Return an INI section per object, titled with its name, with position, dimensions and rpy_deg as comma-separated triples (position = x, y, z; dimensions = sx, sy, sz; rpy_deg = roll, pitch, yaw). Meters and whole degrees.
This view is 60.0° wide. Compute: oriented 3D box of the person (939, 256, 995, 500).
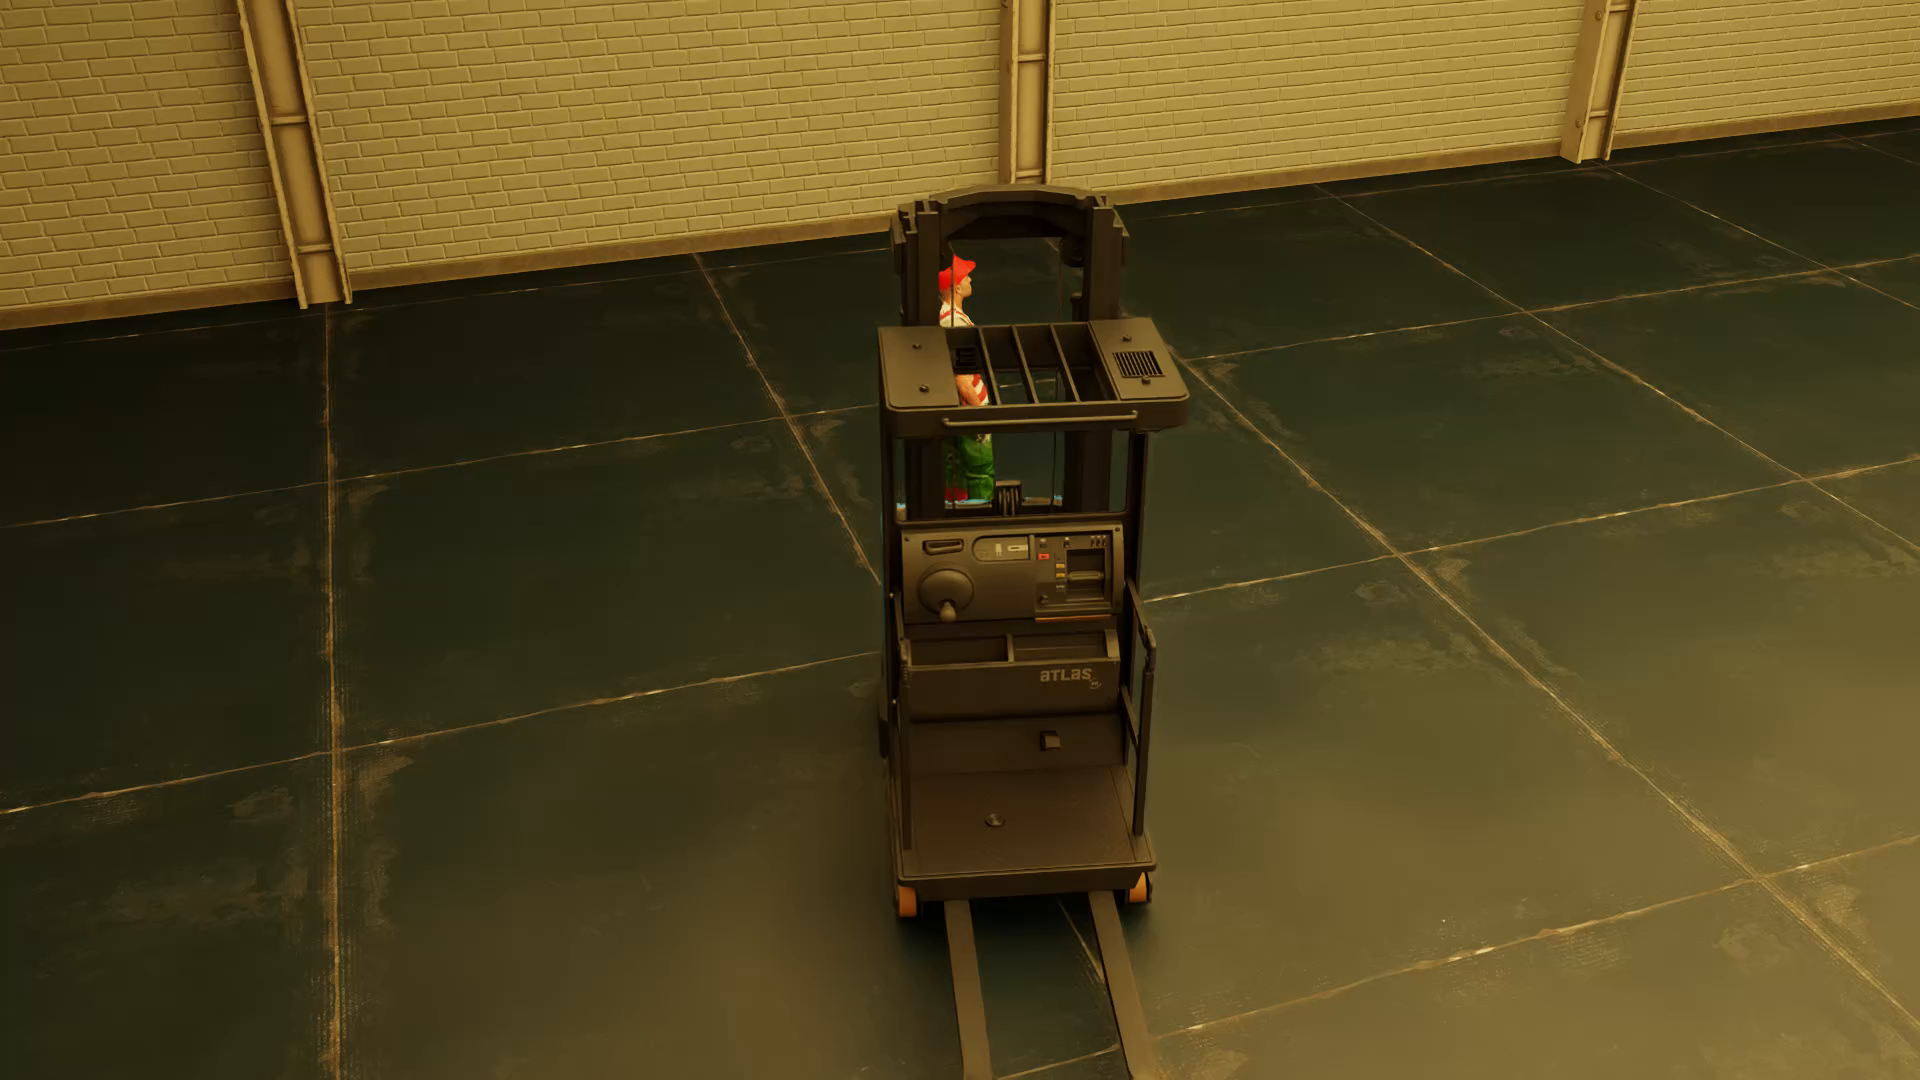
[person]
position = 0.081, -0.789, 9.588
dimensions = 0.562, 1.790, 0.637
rpy_deg = -10, 31, -16

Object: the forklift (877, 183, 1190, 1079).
[forklift]
position = 0.243, 0.184, 6.767
dimensions = 1.130, 2.935, 3.031
rpy_deg = -3, 30, -4
